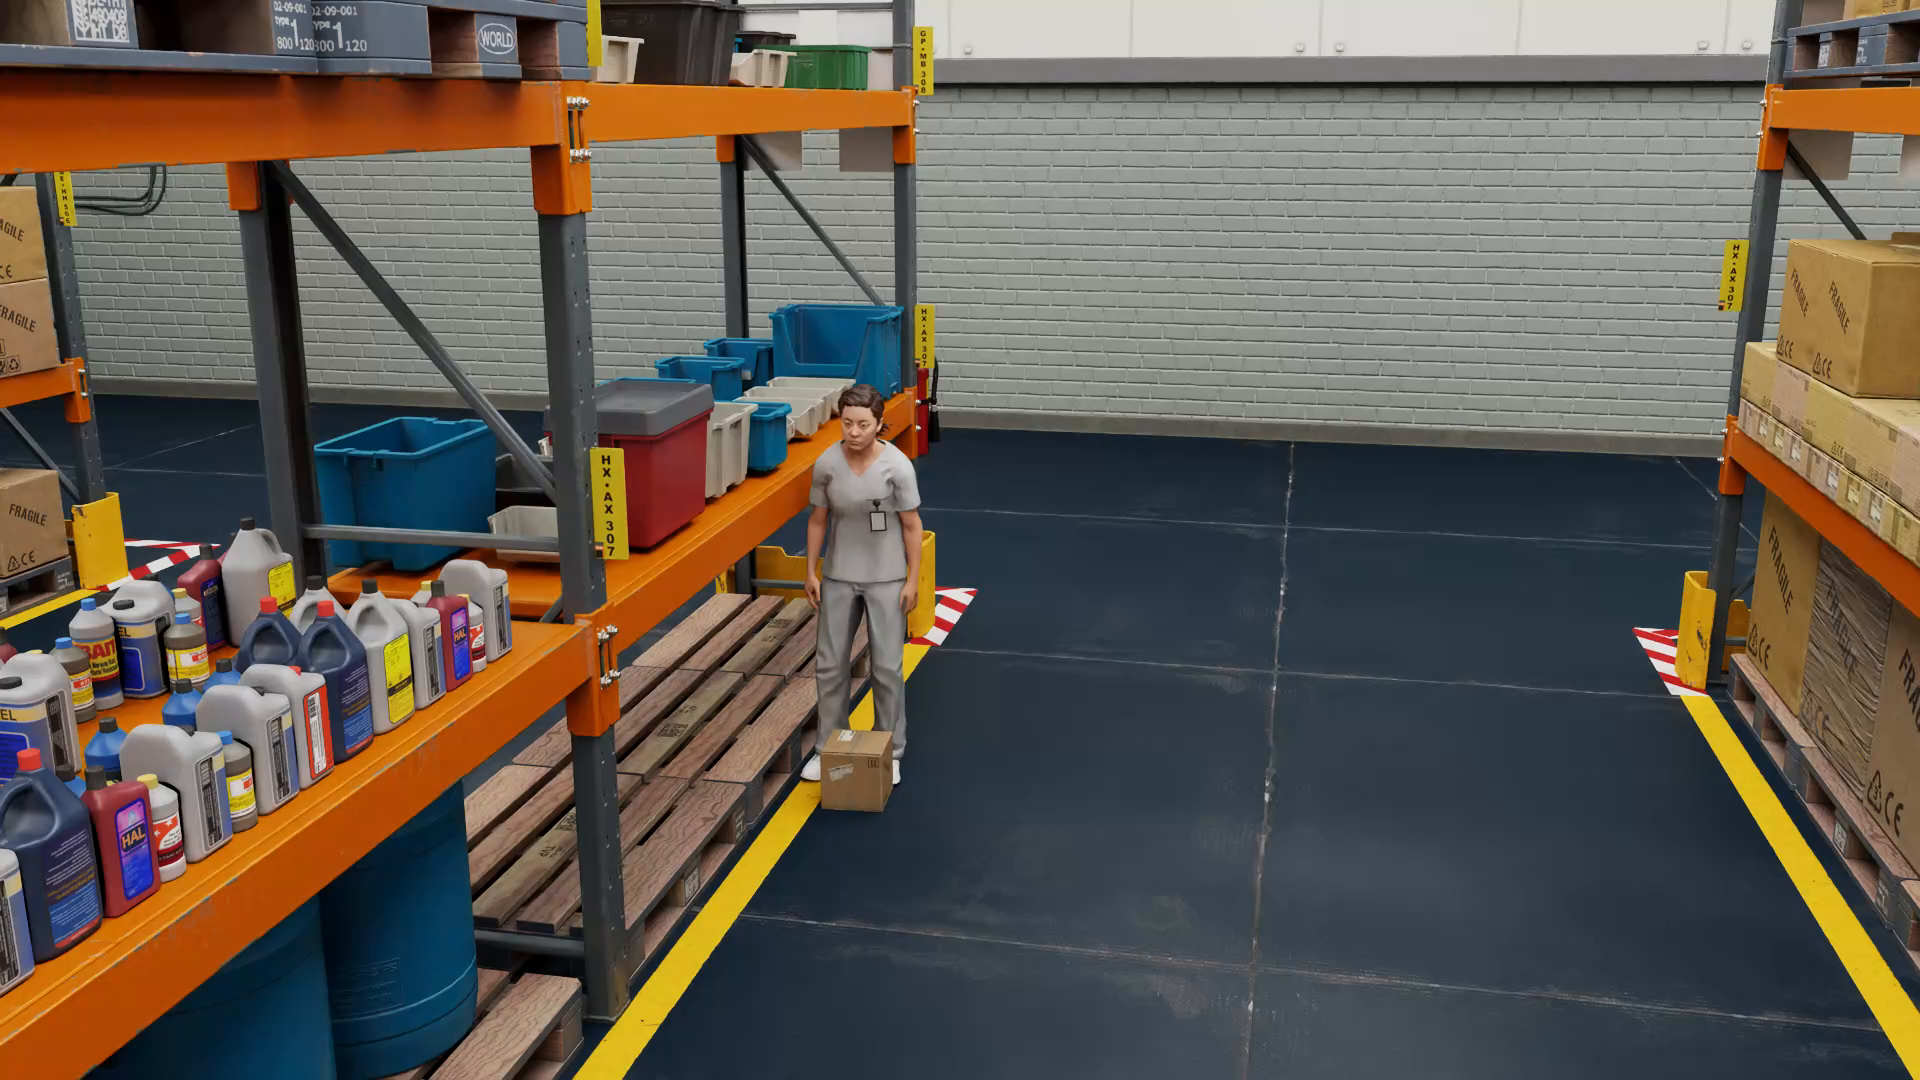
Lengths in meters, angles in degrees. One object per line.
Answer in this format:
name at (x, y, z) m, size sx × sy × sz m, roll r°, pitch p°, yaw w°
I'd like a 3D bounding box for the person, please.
person at (-0.401, 0.179, 6.844) m, size 0.494 × 1.667 × 0.352 m, roll 3°, pitch 15°, yaw 11°
